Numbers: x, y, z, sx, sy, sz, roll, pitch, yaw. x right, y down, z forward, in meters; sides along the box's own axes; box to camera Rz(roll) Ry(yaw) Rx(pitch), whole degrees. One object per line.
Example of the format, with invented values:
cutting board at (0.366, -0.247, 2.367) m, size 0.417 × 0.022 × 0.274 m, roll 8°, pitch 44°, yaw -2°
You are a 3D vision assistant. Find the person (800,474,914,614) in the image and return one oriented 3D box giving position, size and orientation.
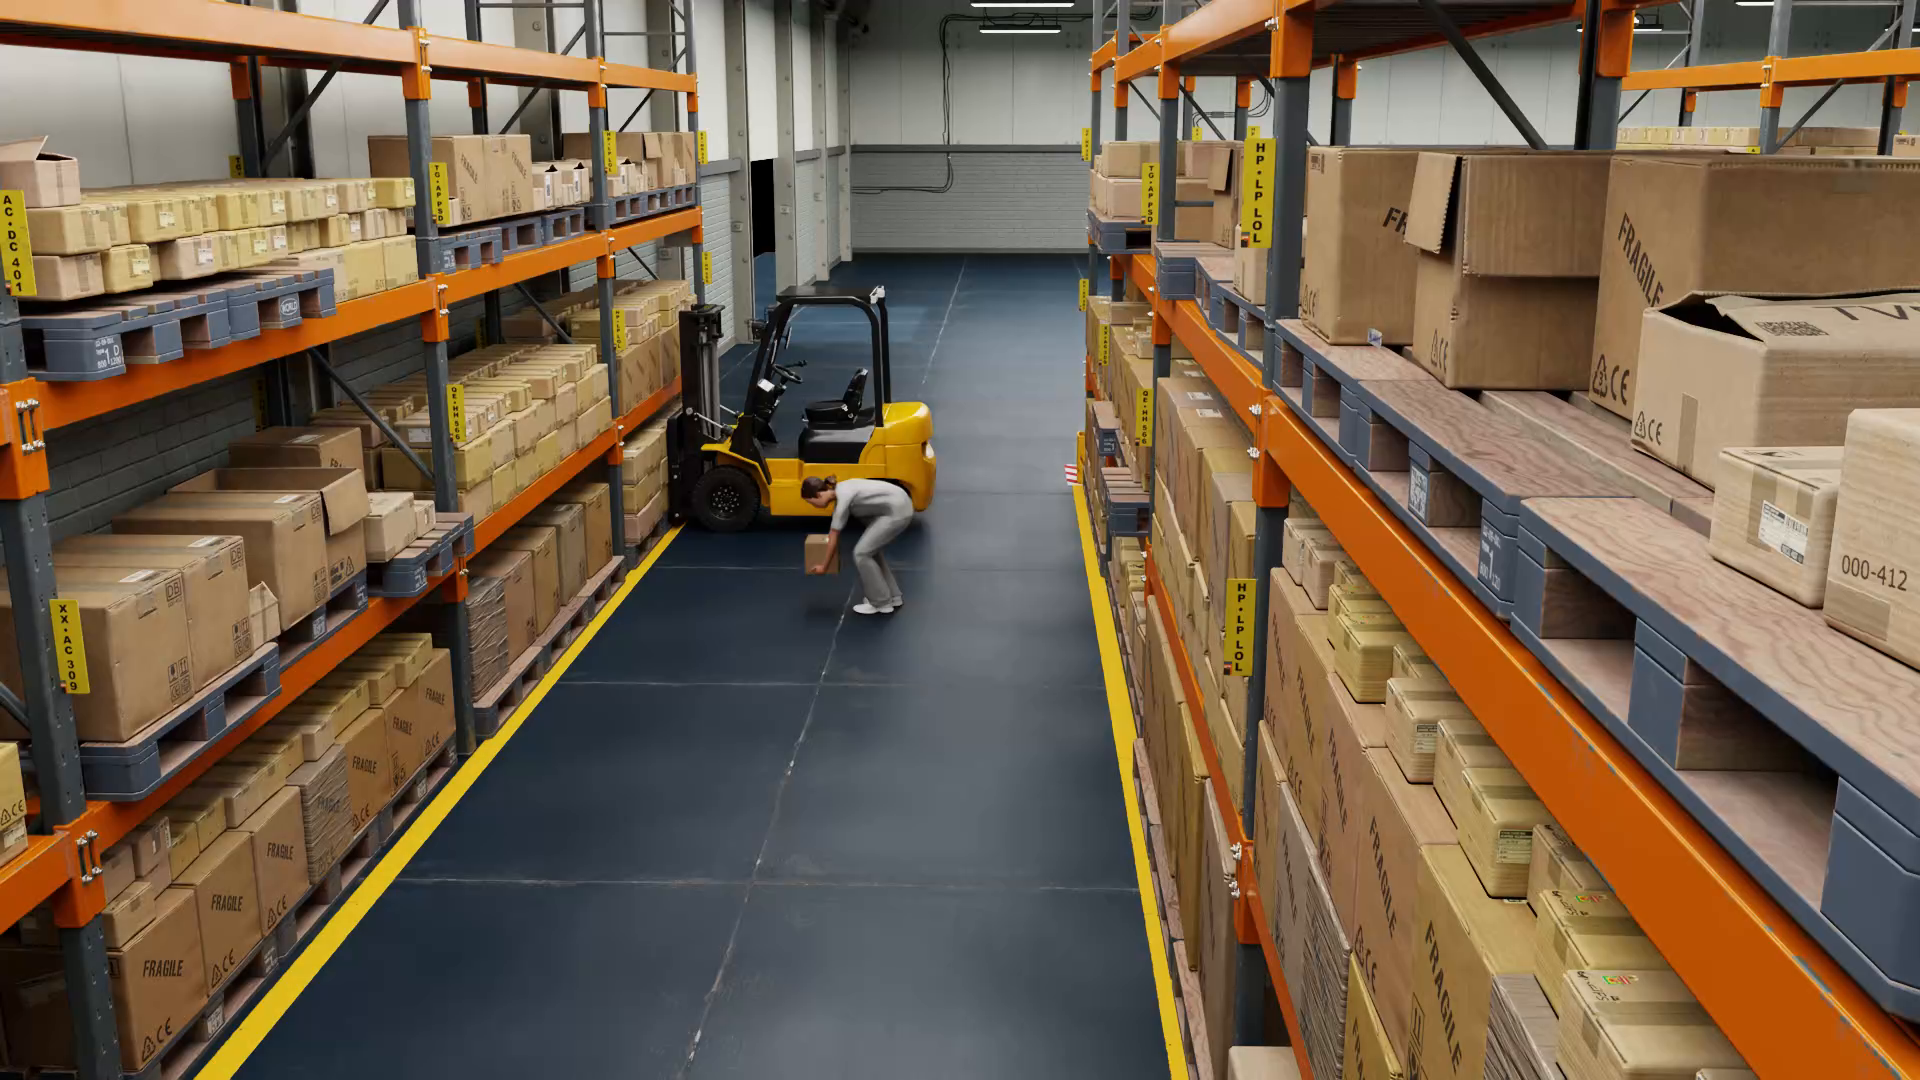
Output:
person at (-0.778, 0.013, 12.698) m, size 0.864 × 1.074 × 0.449 m, roll 0°, pitch 14°, yaw -1°
